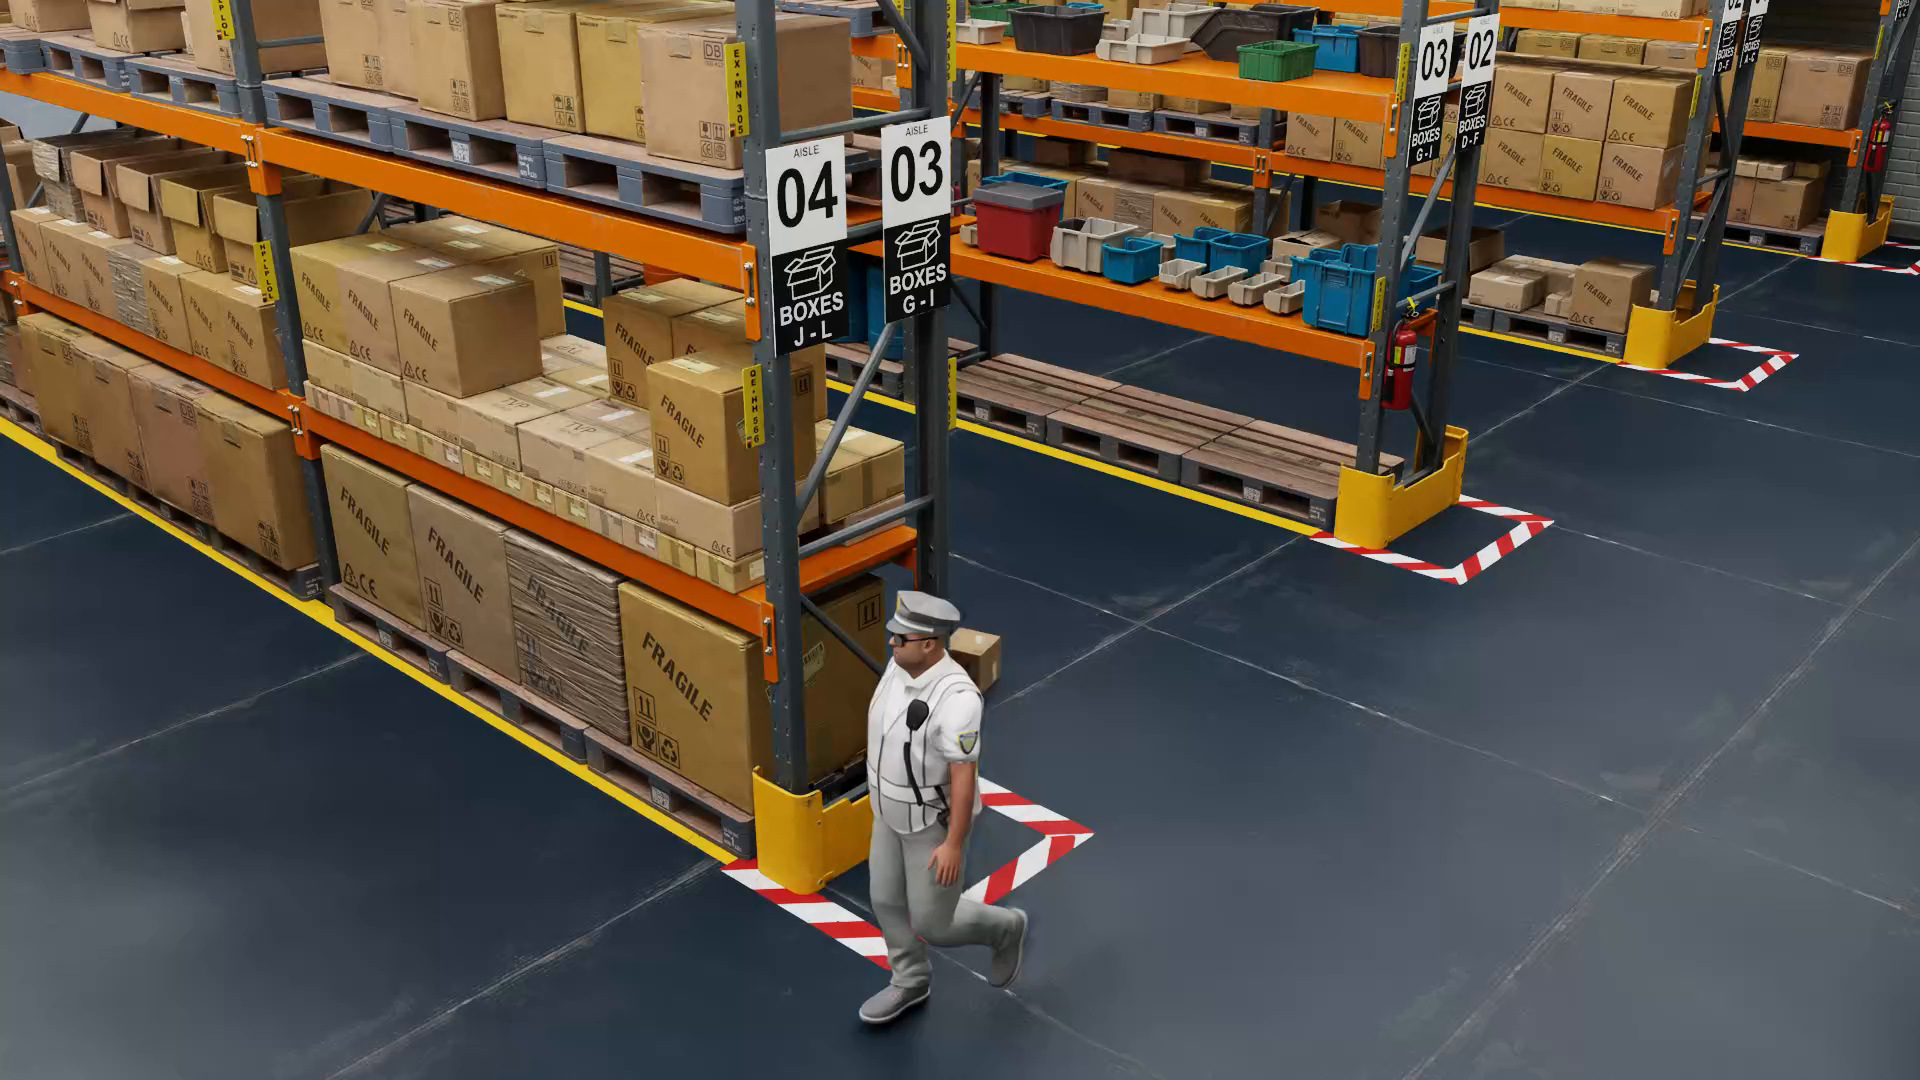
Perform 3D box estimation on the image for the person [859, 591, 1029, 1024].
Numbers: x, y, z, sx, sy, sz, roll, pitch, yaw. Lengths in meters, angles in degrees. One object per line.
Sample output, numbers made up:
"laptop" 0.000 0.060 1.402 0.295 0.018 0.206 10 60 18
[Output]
"person" -0.099 0.995 6.258 0.695 1.747 0.578 -16 29 -33
